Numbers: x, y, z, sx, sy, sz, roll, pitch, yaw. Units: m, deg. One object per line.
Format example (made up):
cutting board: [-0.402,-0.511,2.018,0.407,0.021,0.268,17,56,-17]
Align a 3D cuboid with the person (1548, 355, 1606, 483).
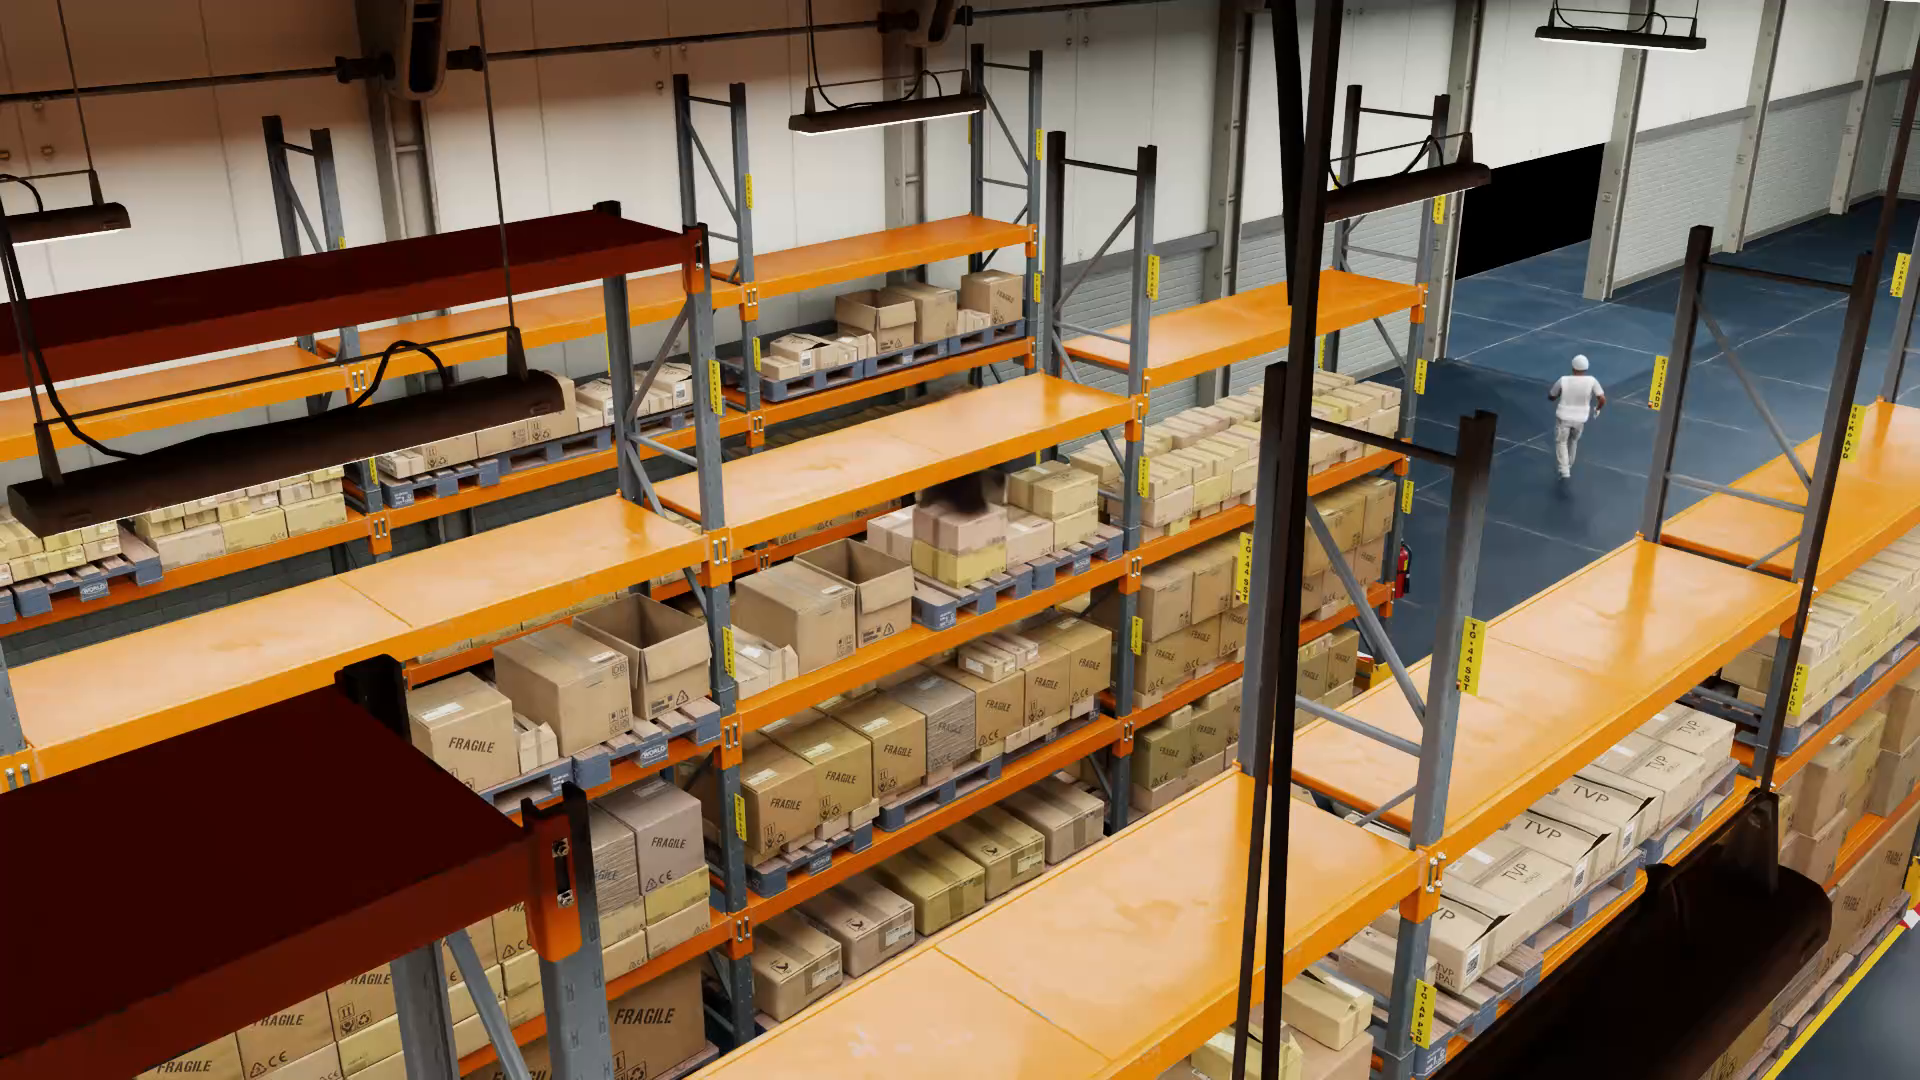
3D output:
person: [8.248,-1.643,22.426,0.687,1.766,1.002,2,23,6]
